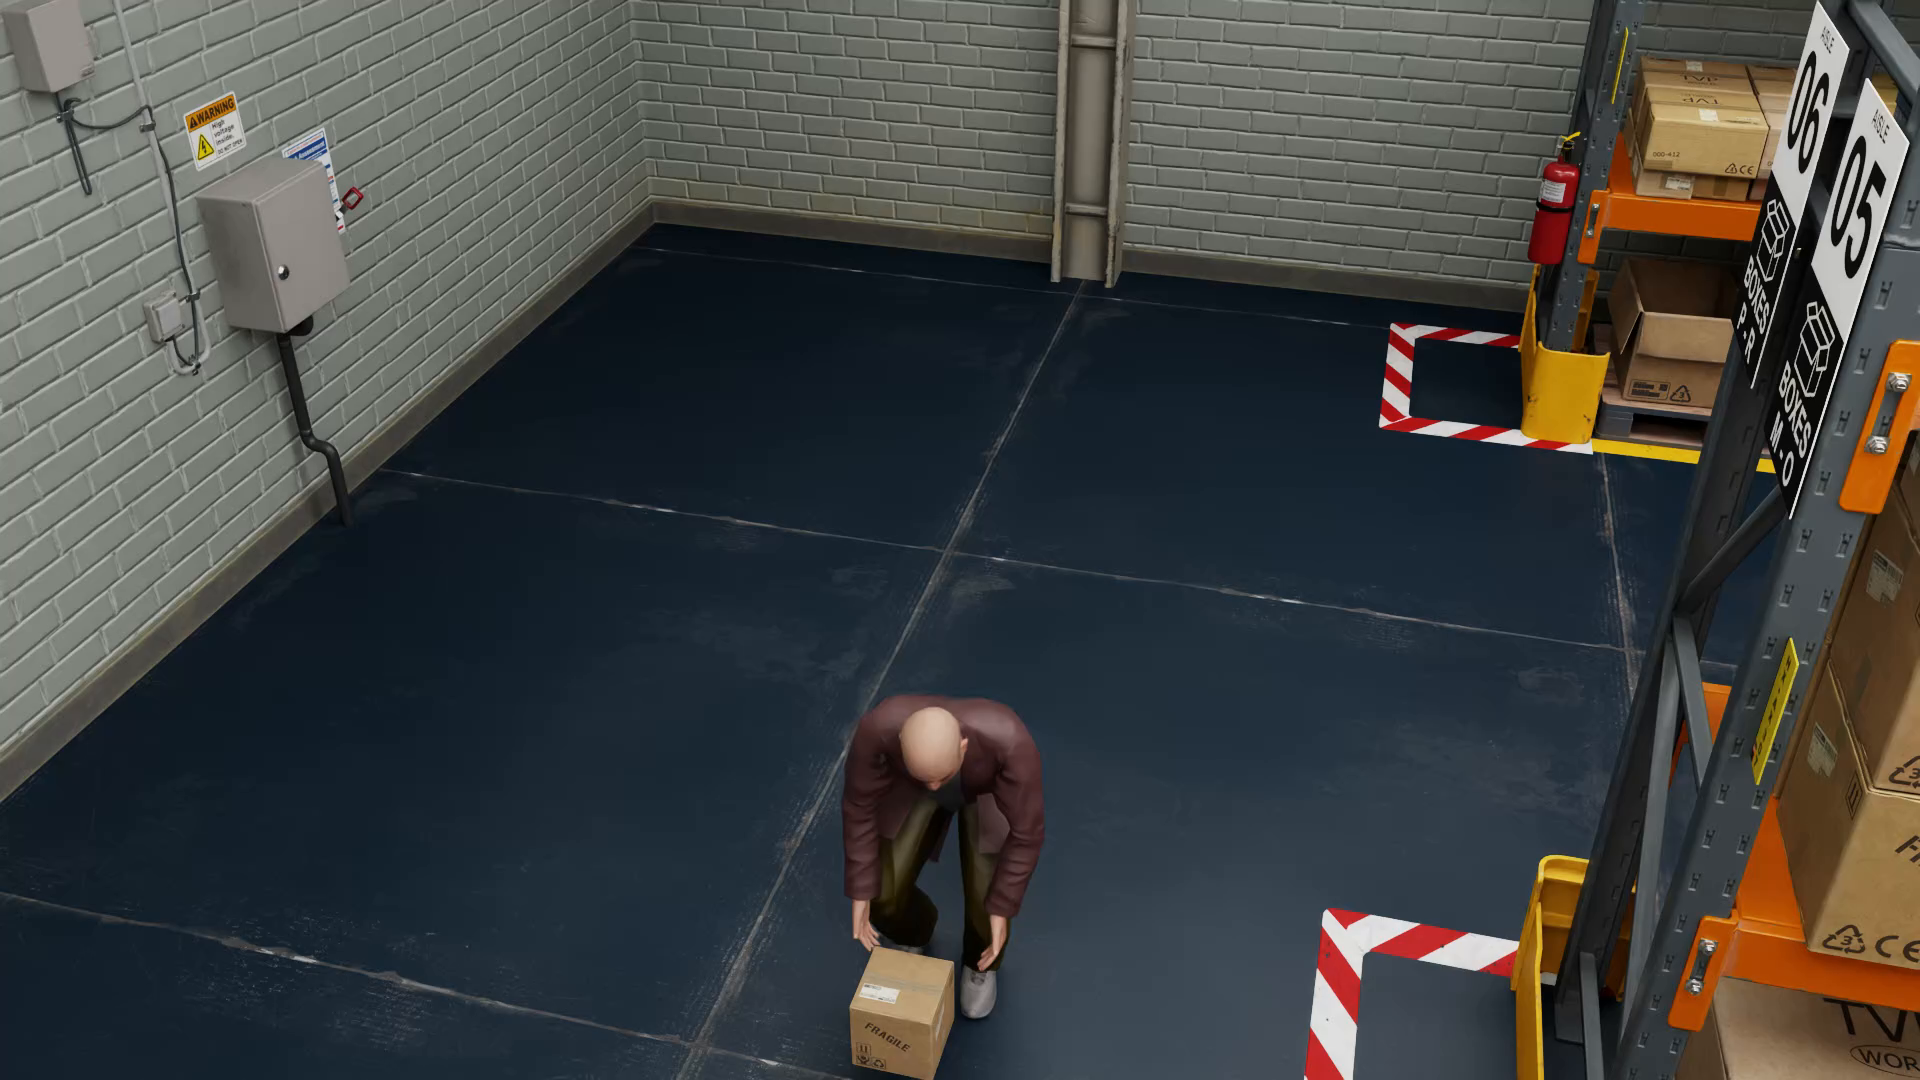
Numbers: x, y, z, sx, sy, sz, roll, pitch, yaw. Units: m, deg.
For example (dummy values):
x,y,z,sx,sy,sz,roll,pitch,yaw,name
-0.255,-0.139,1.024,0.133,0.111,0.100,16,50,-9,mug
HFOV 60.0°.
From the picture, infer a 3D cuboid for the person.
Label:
x,y,z,sx,sy,sz,roll,pitch,yaw,name
-0.025,0.895,5.157,0.633,1.335,0.763,8,33,12,person
